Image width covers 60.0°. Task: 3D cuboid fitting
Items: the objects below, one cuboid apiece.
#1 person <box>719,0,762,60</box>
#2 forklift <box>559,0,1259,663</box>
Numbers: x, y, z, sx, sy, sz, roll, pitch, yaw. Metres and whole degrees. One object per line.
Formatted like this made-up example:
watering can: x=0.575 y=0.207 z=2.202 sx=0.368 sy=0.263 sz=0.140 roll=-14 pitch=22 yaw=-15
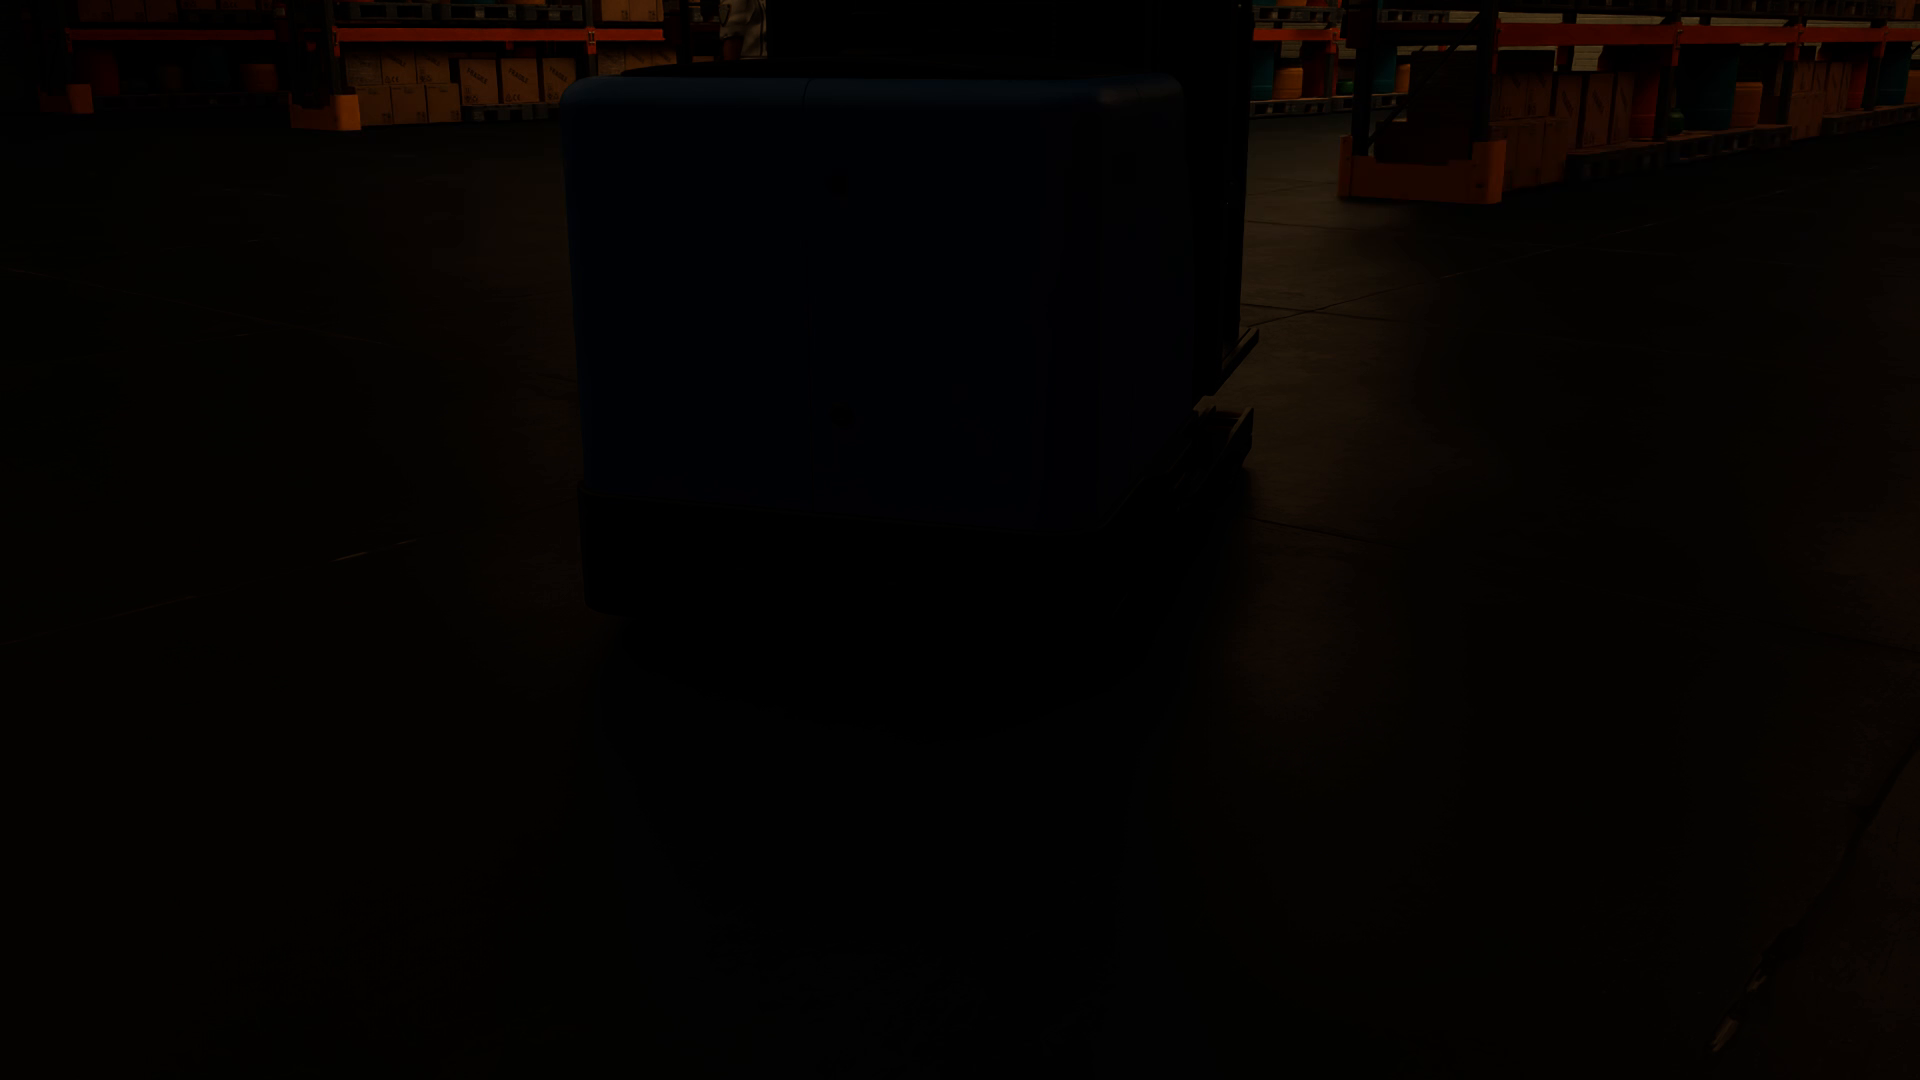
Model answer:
person: x=-0.735 y=-1.681 z=6.691 sx=0.389 sy=1.628 sz=0.482 roll=16 pitch=23 yaw=42
forklift: x=0.182 y=-1.571 z=4.072 sx=1.130 sy=2.935 sz=3.031 roll=5 pitch=18 yaw=17
